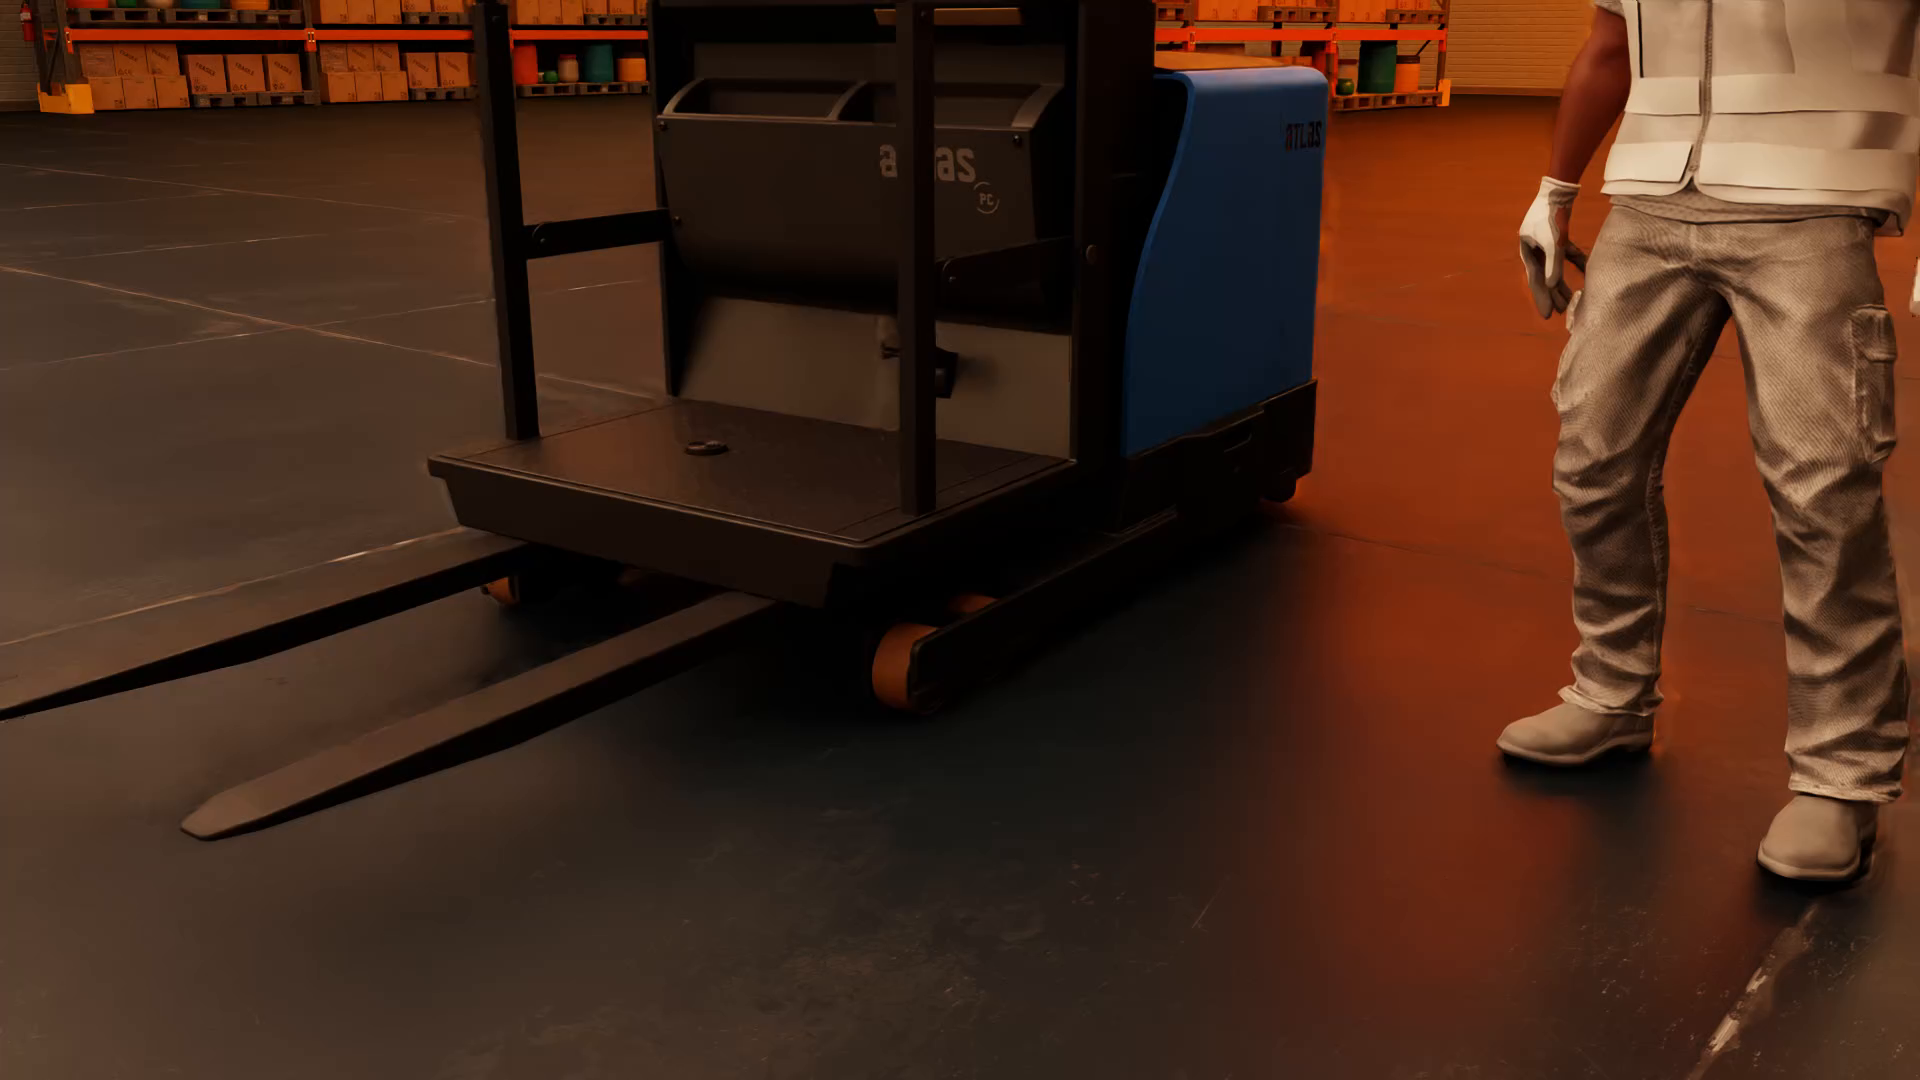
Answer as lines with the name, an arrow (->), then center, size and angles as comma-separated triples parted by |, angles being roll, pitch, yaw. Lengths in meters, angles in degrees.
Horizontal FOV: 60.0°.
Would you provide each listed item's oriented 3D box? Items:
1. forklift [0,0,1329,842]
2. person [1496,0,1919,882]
forklift -> -0.334, -1.250, 3.013 | 1.130, 2.935, 3.031 | 11, 20, 32
person -> 1.131, -0.459, 2.415 | 0.418, 1.768, 0.770 | -12, 21, -35
